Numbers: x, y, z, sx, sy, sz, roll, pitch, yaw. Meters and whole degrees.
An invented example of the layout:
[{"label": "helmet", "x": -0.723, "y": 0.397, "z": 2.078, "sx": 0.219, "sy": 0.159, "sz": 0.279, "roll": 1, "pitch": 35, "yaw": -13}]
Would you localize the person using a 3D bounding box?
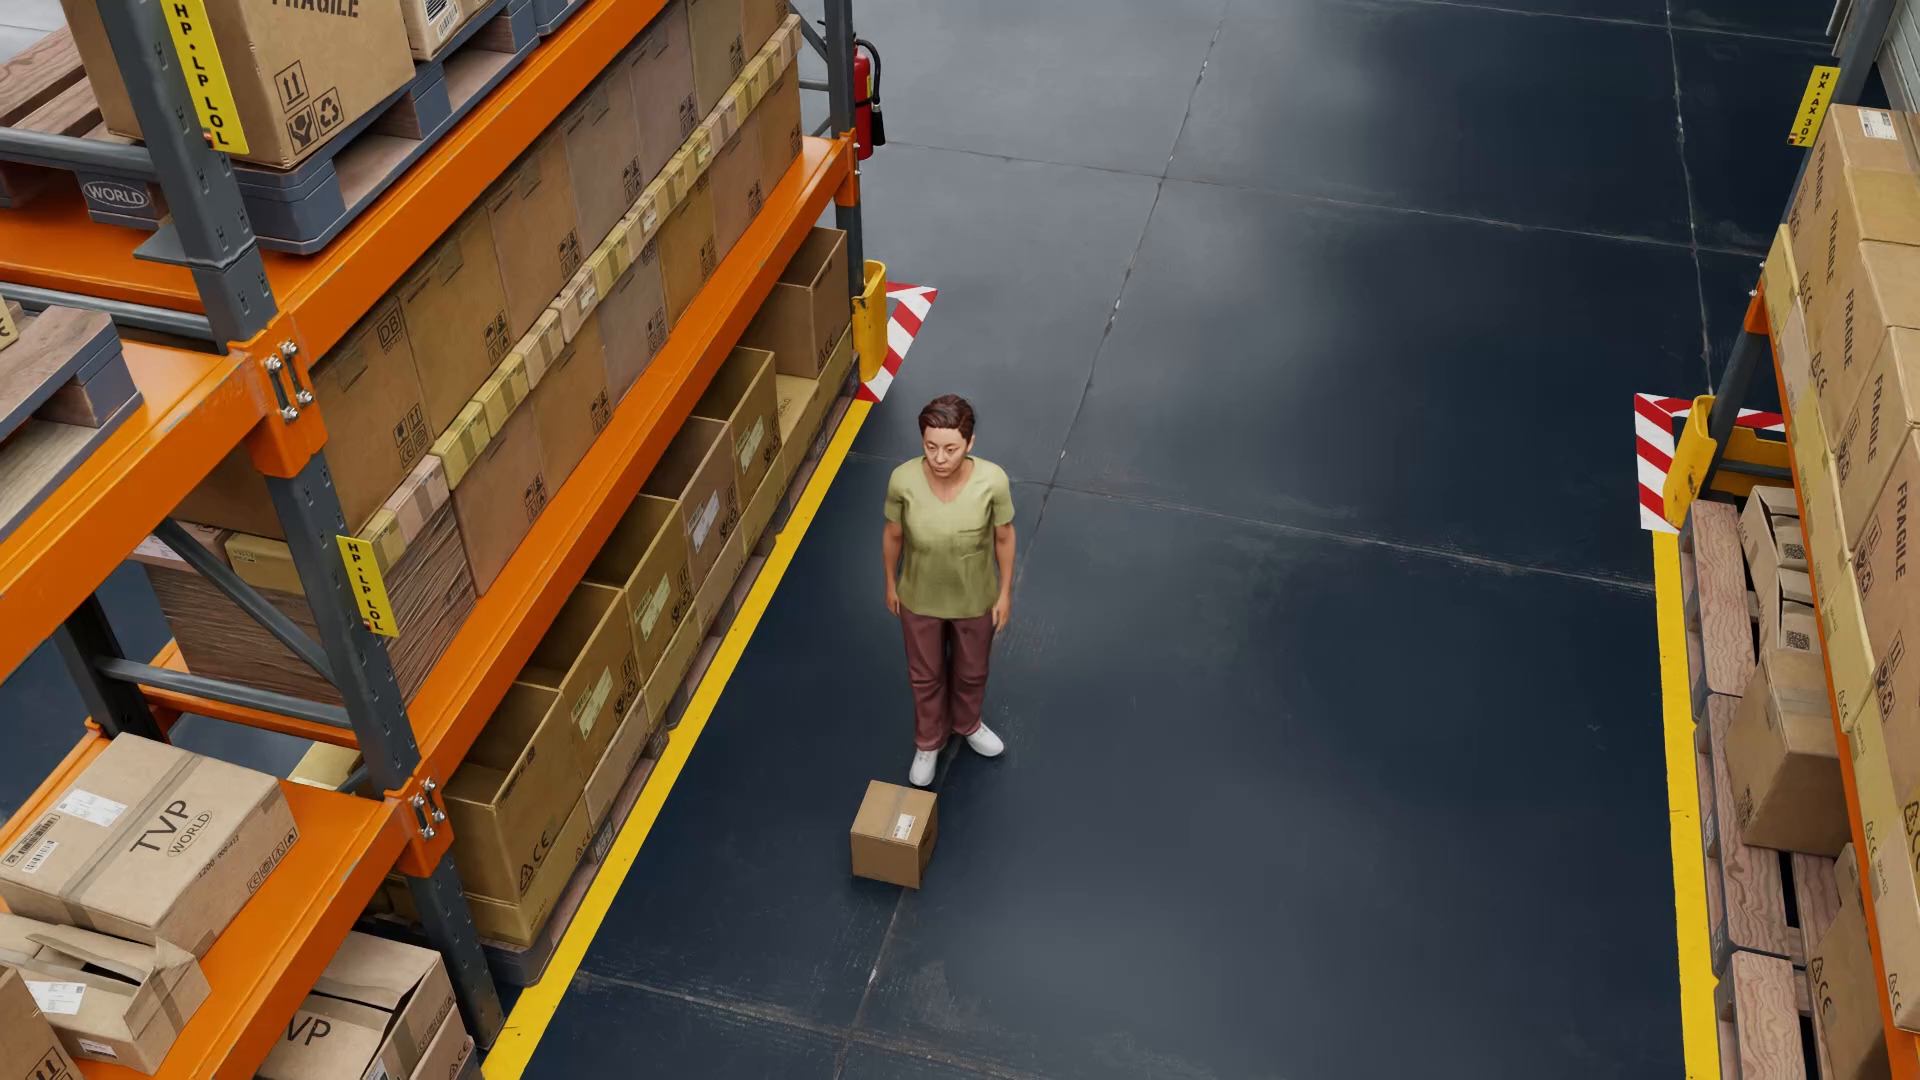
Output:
[{"label": "person", "x": -0.040, "y": 0.197, "z": 5.906, "sx": 0.465, "sy": 1.670, "sz": 0.395, "roll": 1, "pitch": 41, "yaw": 2}]
